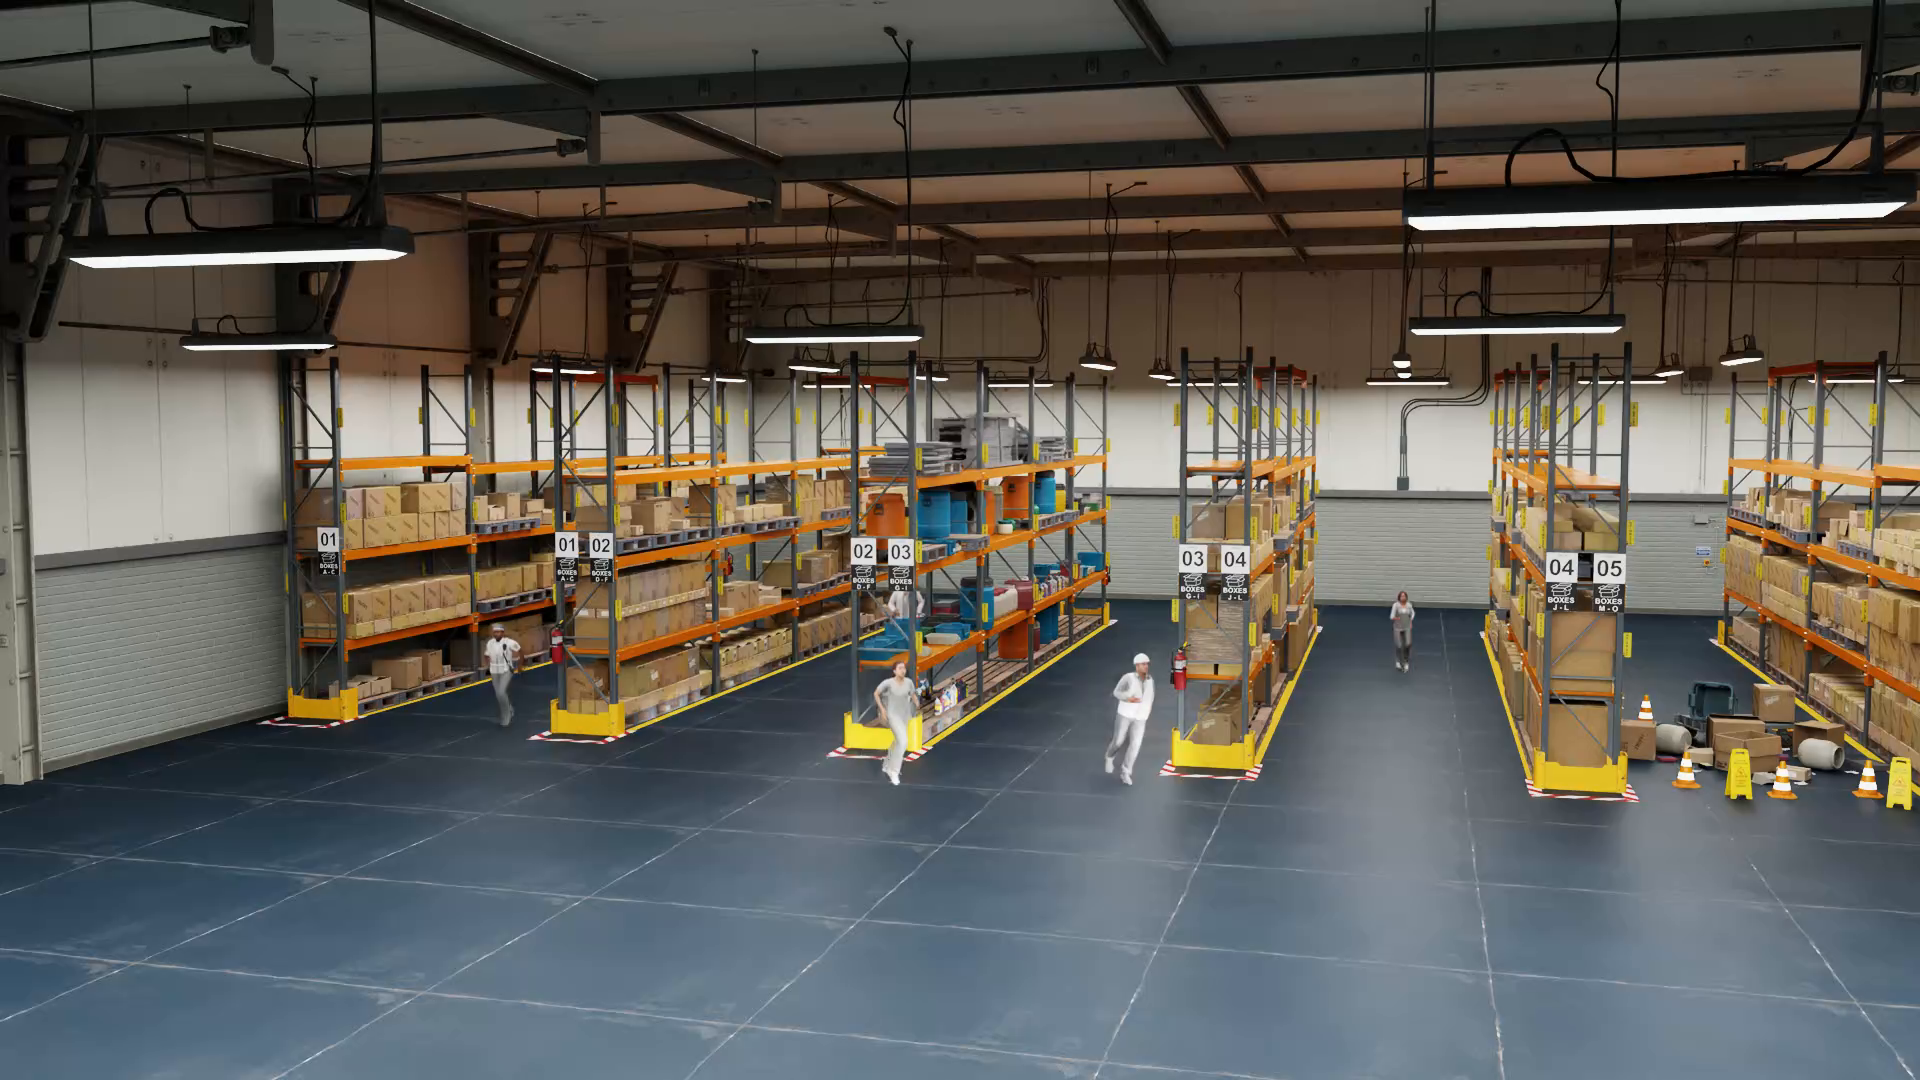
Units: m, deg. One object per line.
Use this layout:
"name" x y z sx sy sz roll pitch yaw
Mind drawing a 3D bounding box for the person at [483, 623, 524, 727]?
"person" -7.471 2.190 27.148 0.593 1.704 0.790 1 4 12

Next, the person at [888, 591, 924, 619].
"person" -1.101 1.648 33.697 0.711 1.779 0.959 1 4 7

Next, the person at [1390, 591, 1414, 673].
"person" 8.733 1.805 32.824 0.490 1.625 0.711 1 4 8

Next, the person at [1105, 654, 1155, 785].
"person" 2.425 2.439 23.030 0.681 1.750 0.923 -1 4 -11

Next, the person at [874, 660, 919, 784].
"person" -0.846 2.490 22.927 0.561 1.699 0.726 -3 5 -39
